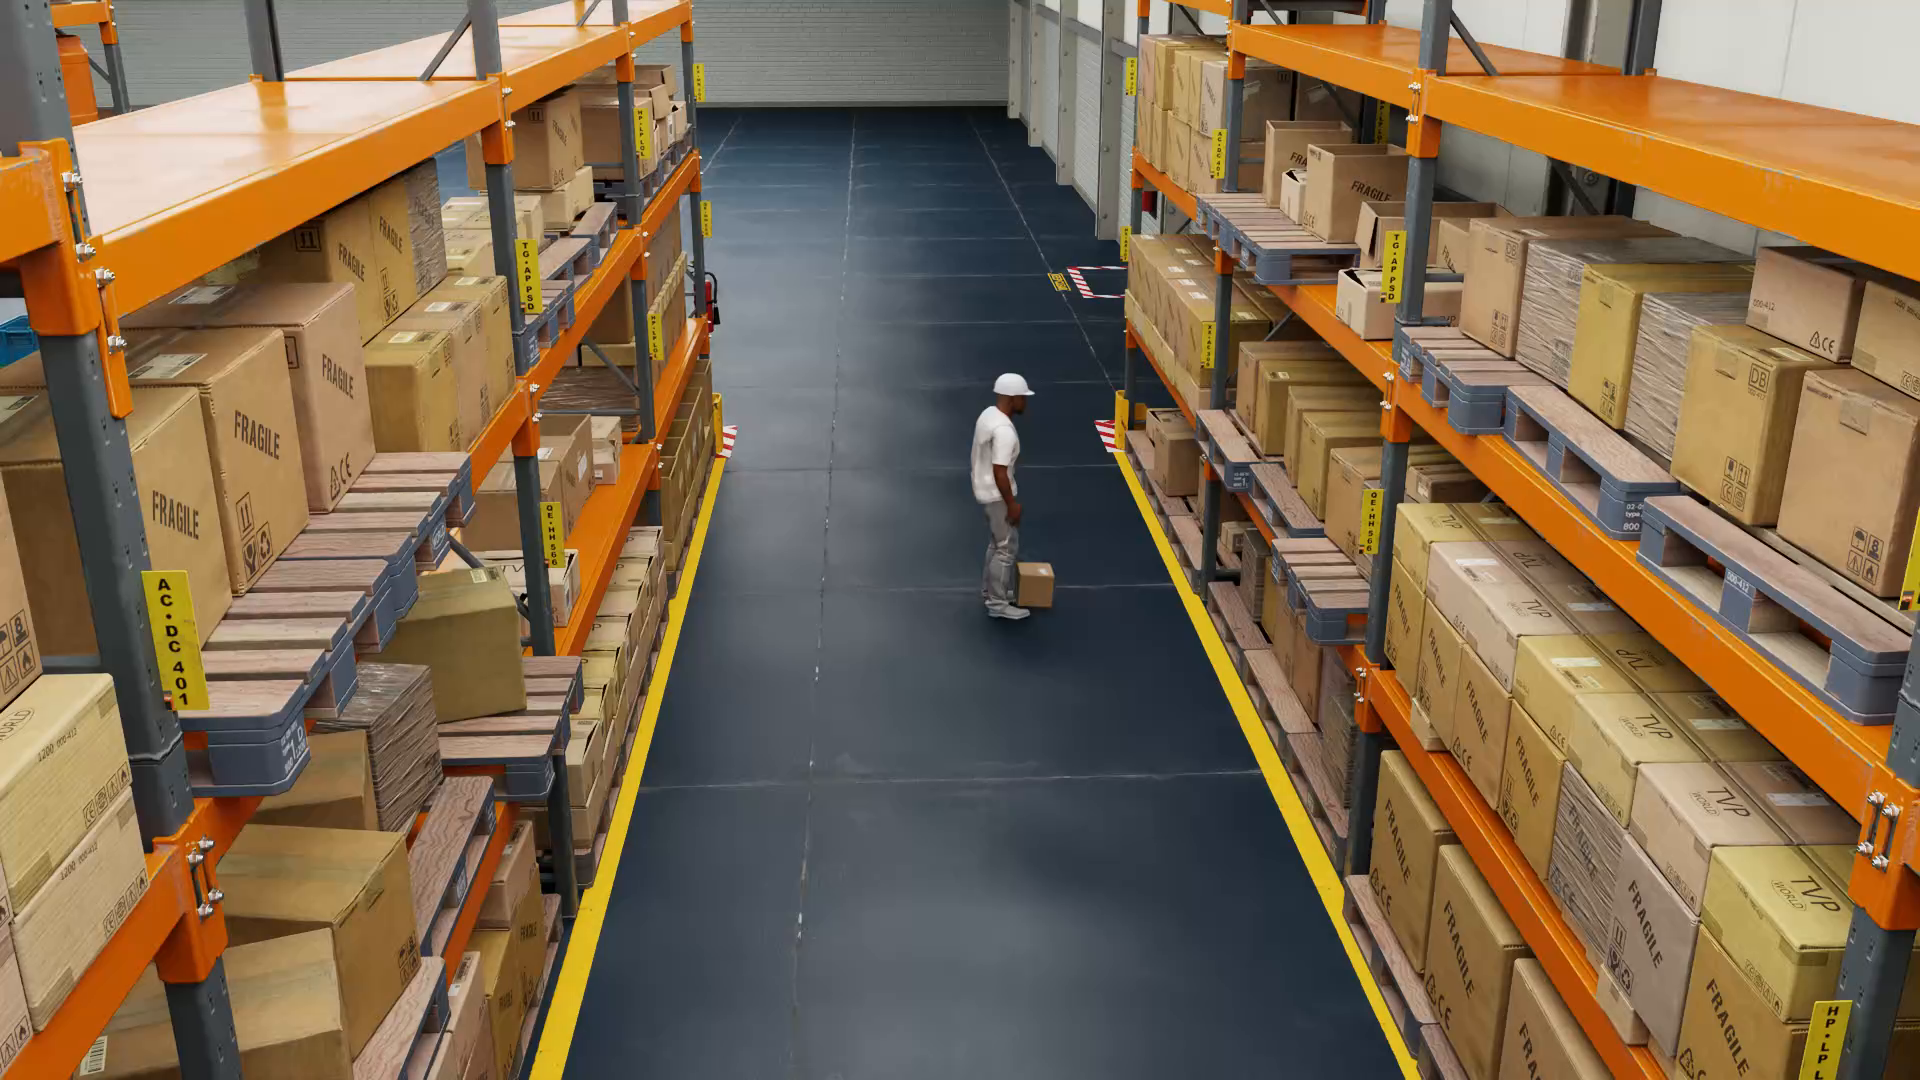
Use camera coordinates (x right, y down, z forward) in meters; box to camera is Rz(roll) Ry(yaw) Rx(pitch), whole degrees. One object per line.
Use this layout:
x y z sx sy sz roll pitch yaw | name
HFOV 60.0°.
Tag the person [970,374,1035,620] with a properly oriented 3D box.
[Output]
0.304 -0.332 11.948 0.449 1.762 0.606 -2 20 -5 | person
